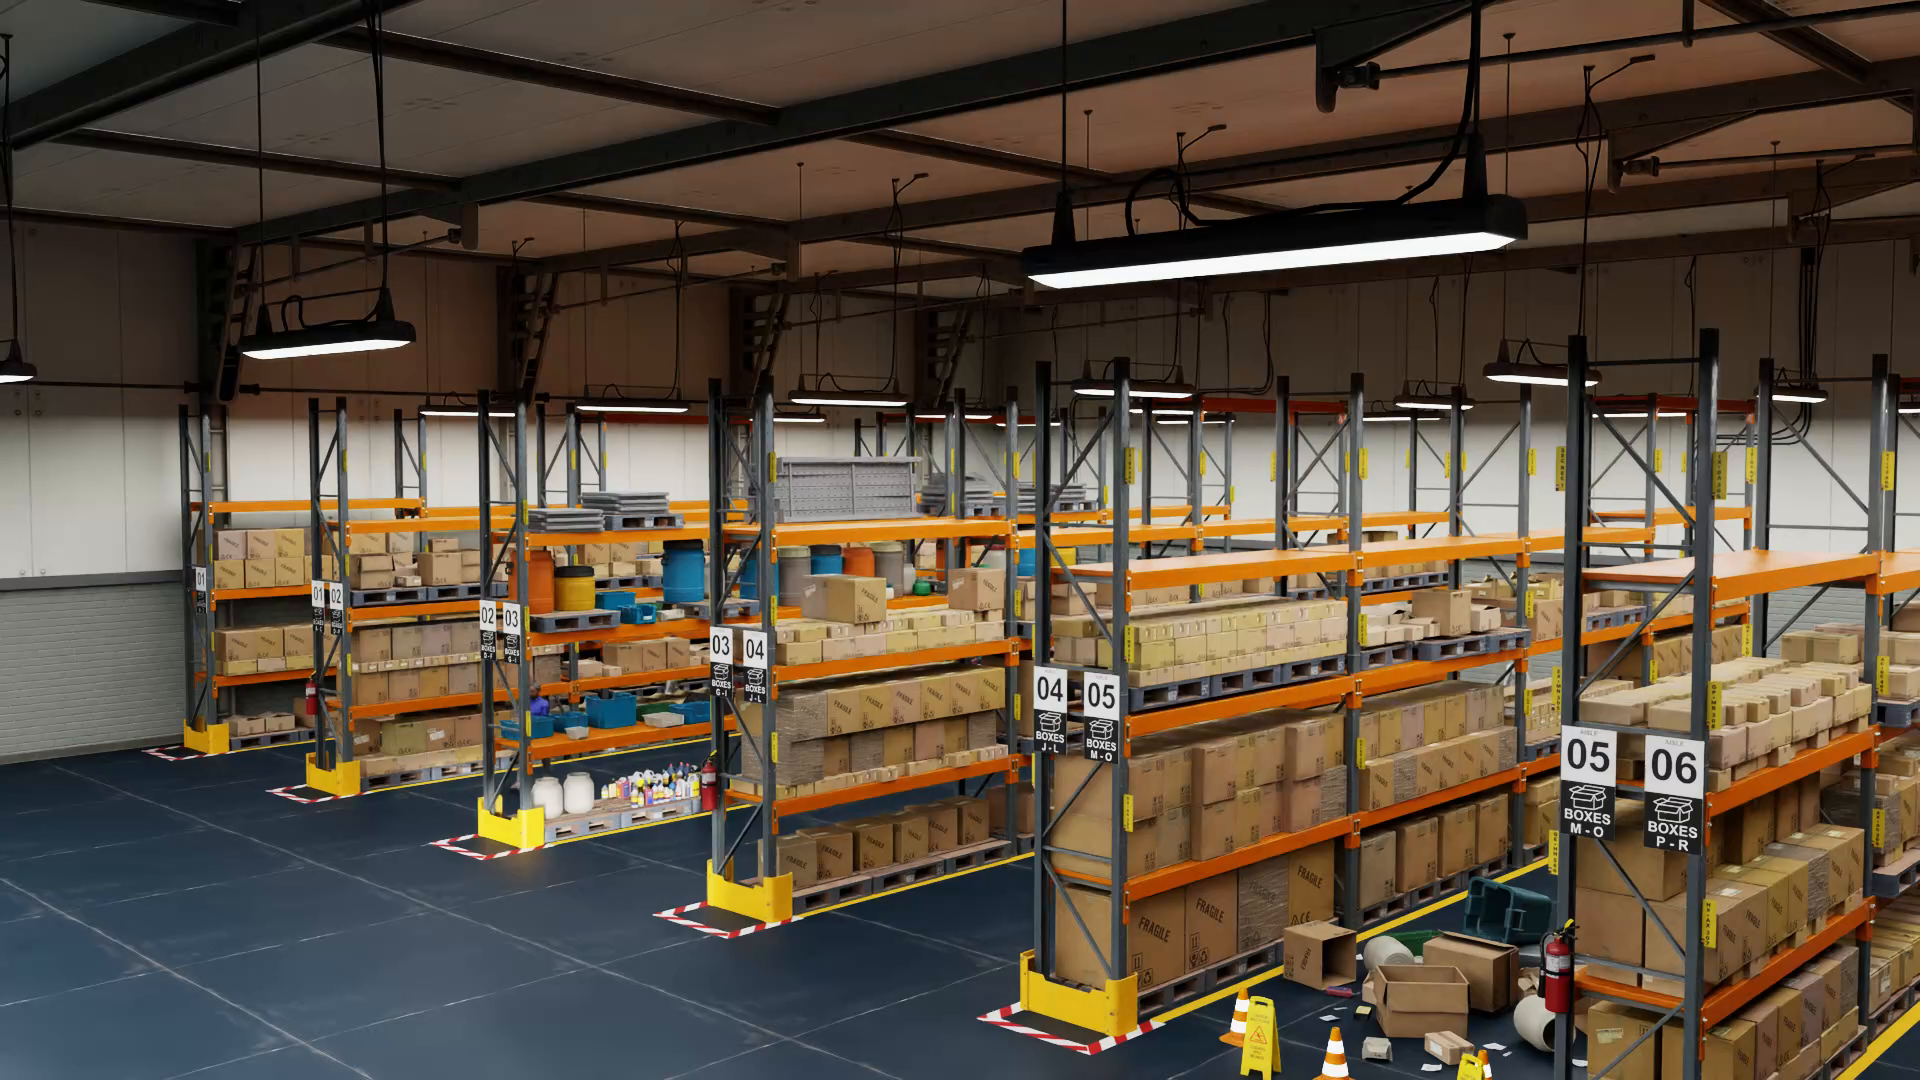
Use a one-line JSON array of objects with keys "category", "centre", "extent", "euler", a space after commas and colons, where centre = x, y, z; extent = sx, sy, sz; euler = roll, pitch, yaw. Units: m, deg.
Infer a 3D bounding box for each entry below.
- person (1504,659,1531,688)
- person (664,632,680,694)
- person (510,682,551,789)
[{"category": "person", "centre": [10.022, 2.793, 29.863], "extent": [0.466, 1.629, 0.396], "euler": [0, 3, -2]}, {"category": "person", "centre": [-5.820, 2.537, 33.372], "extent": [0.510, 1.721, 1.068], "euler": [1, 3, 25]}, {"category": "person", "centre": [-6.570, 2.989, 25.584], "extent": [0.492, 1.602, 0.978], "euler": [0, 3, 1]}]
